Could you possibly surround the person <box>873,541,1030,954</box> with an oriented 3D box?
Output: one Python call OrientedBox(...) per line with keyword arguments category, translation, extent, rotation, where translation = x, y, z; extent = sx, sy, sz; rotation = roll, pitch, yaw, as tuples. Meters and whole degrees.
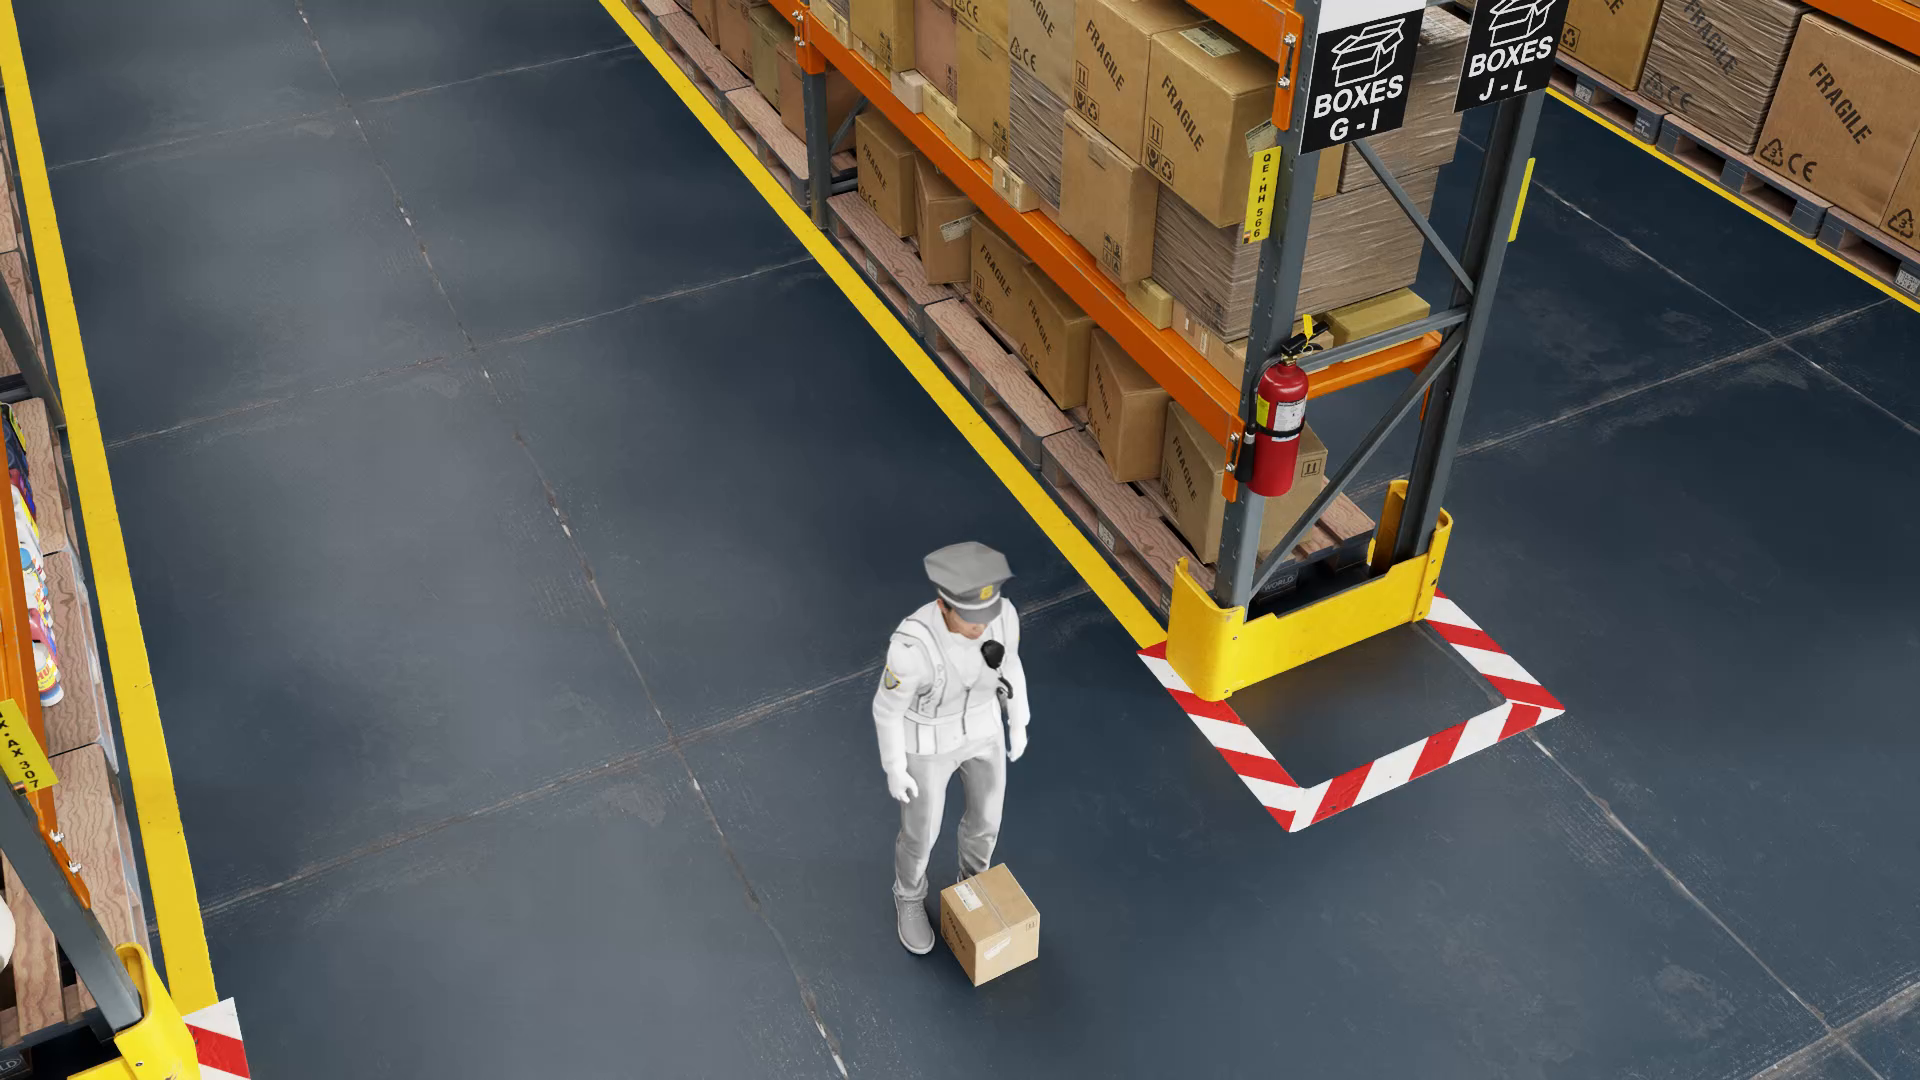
OrientedBox(category="person", translation=(-0.011, 0.667, 5.402), extent=(0.528, 1.664, 0.403), rotation=(-19, 45, -20))
